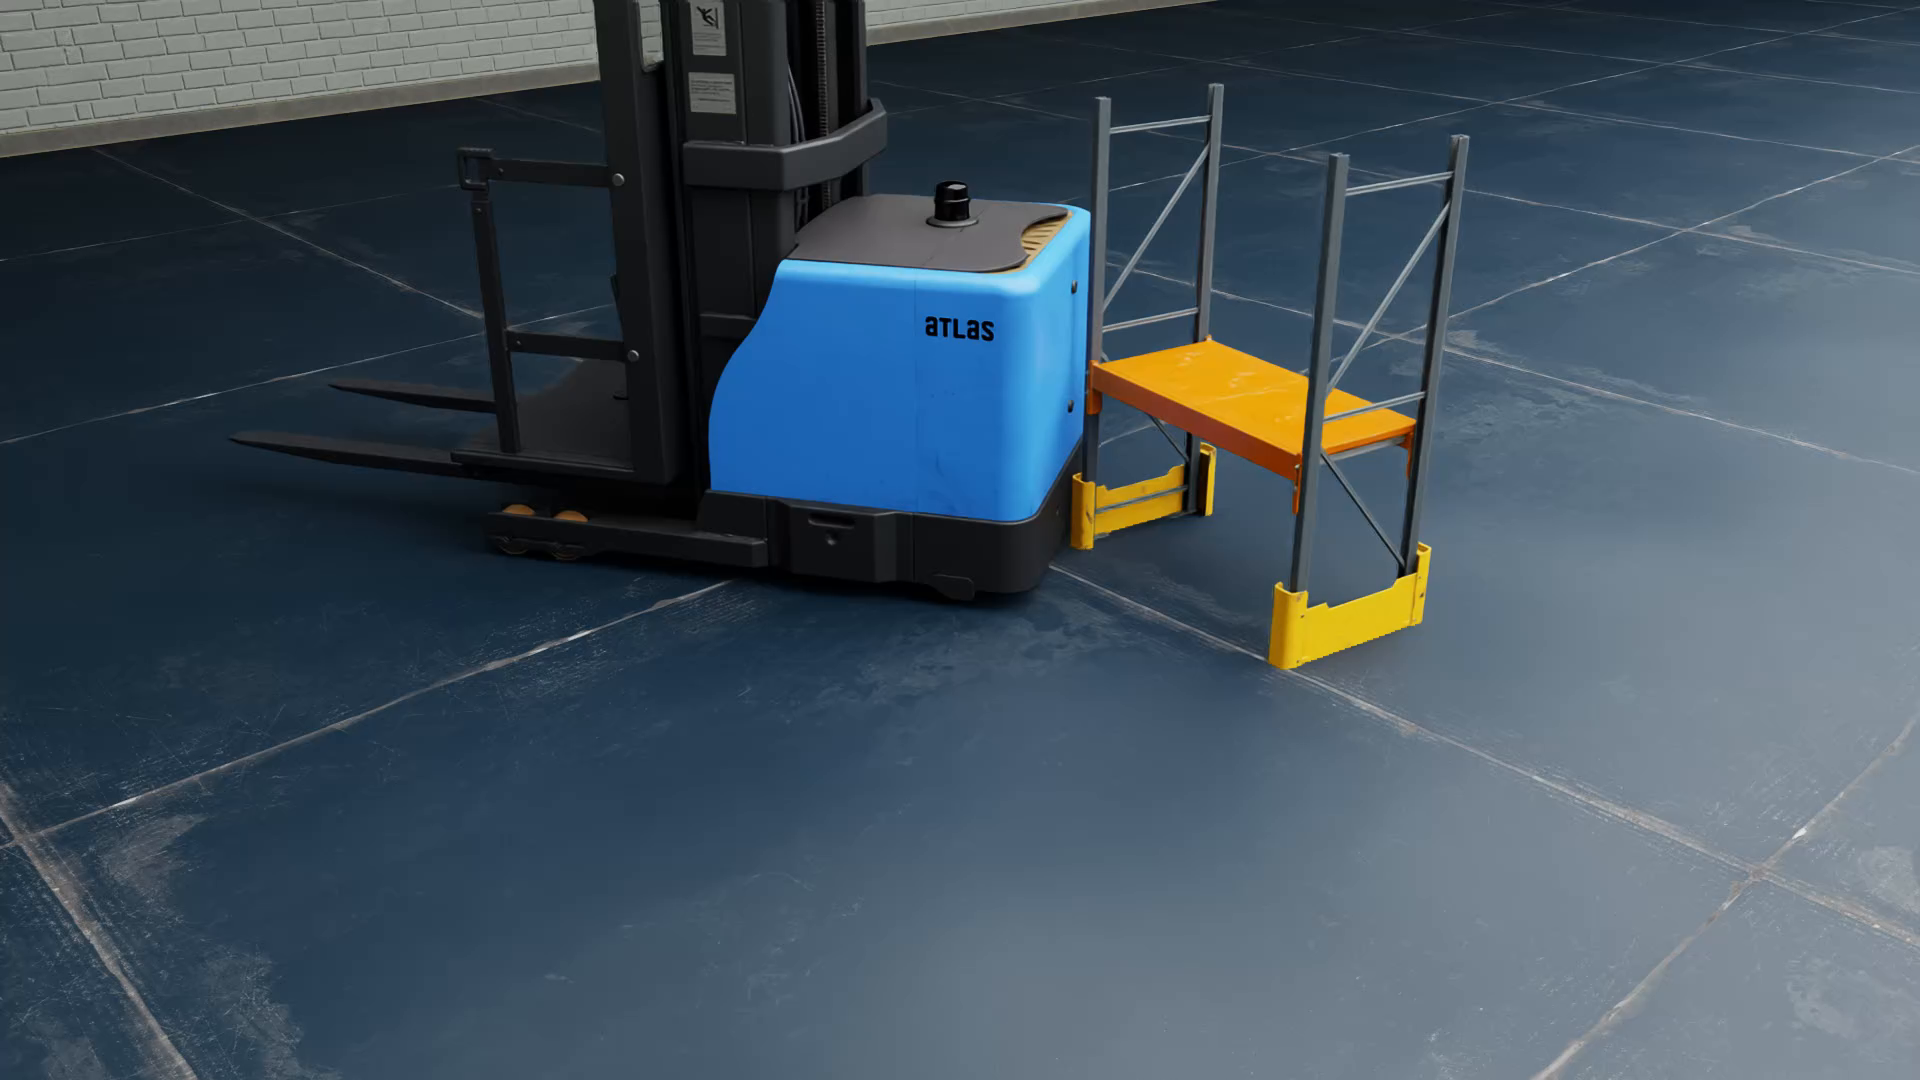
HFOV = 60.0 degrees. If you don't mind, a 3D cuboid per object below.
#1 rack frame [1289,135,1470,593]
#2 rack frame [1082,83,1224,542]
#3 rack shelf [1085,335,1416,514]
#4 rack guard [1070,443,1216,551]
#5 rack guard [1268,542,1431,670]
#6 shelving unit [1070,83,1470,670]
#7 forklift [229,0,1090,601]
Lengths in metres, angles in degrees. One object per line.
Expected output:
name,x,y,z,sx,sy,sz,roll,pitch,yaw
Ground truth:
rack frame,1.182,-0.375,4.765,0.500,1.500,0.032,-15,28,-30
rack frame,0.631,-0.729,5.542,0.500,1.500,0.032,-15,28,-30
rack shelf,0.906,-0.389,5.228,0.538,0.185,1.000,-15,28,-30
rack guard,0.641,-0.154,5.787,0.587,0.250,0.087,-15,28,-30
rack guard,1.181,0.193,5.025,0.587,0.250,0.087,-15,28,-30
shelving unit,0.911,-0.549,5.146,0.587,1.500,1.083,-15,28,-30
forklift,-1.102,-1.466,5.432,3.031,2.935,1.130,7,25,14
